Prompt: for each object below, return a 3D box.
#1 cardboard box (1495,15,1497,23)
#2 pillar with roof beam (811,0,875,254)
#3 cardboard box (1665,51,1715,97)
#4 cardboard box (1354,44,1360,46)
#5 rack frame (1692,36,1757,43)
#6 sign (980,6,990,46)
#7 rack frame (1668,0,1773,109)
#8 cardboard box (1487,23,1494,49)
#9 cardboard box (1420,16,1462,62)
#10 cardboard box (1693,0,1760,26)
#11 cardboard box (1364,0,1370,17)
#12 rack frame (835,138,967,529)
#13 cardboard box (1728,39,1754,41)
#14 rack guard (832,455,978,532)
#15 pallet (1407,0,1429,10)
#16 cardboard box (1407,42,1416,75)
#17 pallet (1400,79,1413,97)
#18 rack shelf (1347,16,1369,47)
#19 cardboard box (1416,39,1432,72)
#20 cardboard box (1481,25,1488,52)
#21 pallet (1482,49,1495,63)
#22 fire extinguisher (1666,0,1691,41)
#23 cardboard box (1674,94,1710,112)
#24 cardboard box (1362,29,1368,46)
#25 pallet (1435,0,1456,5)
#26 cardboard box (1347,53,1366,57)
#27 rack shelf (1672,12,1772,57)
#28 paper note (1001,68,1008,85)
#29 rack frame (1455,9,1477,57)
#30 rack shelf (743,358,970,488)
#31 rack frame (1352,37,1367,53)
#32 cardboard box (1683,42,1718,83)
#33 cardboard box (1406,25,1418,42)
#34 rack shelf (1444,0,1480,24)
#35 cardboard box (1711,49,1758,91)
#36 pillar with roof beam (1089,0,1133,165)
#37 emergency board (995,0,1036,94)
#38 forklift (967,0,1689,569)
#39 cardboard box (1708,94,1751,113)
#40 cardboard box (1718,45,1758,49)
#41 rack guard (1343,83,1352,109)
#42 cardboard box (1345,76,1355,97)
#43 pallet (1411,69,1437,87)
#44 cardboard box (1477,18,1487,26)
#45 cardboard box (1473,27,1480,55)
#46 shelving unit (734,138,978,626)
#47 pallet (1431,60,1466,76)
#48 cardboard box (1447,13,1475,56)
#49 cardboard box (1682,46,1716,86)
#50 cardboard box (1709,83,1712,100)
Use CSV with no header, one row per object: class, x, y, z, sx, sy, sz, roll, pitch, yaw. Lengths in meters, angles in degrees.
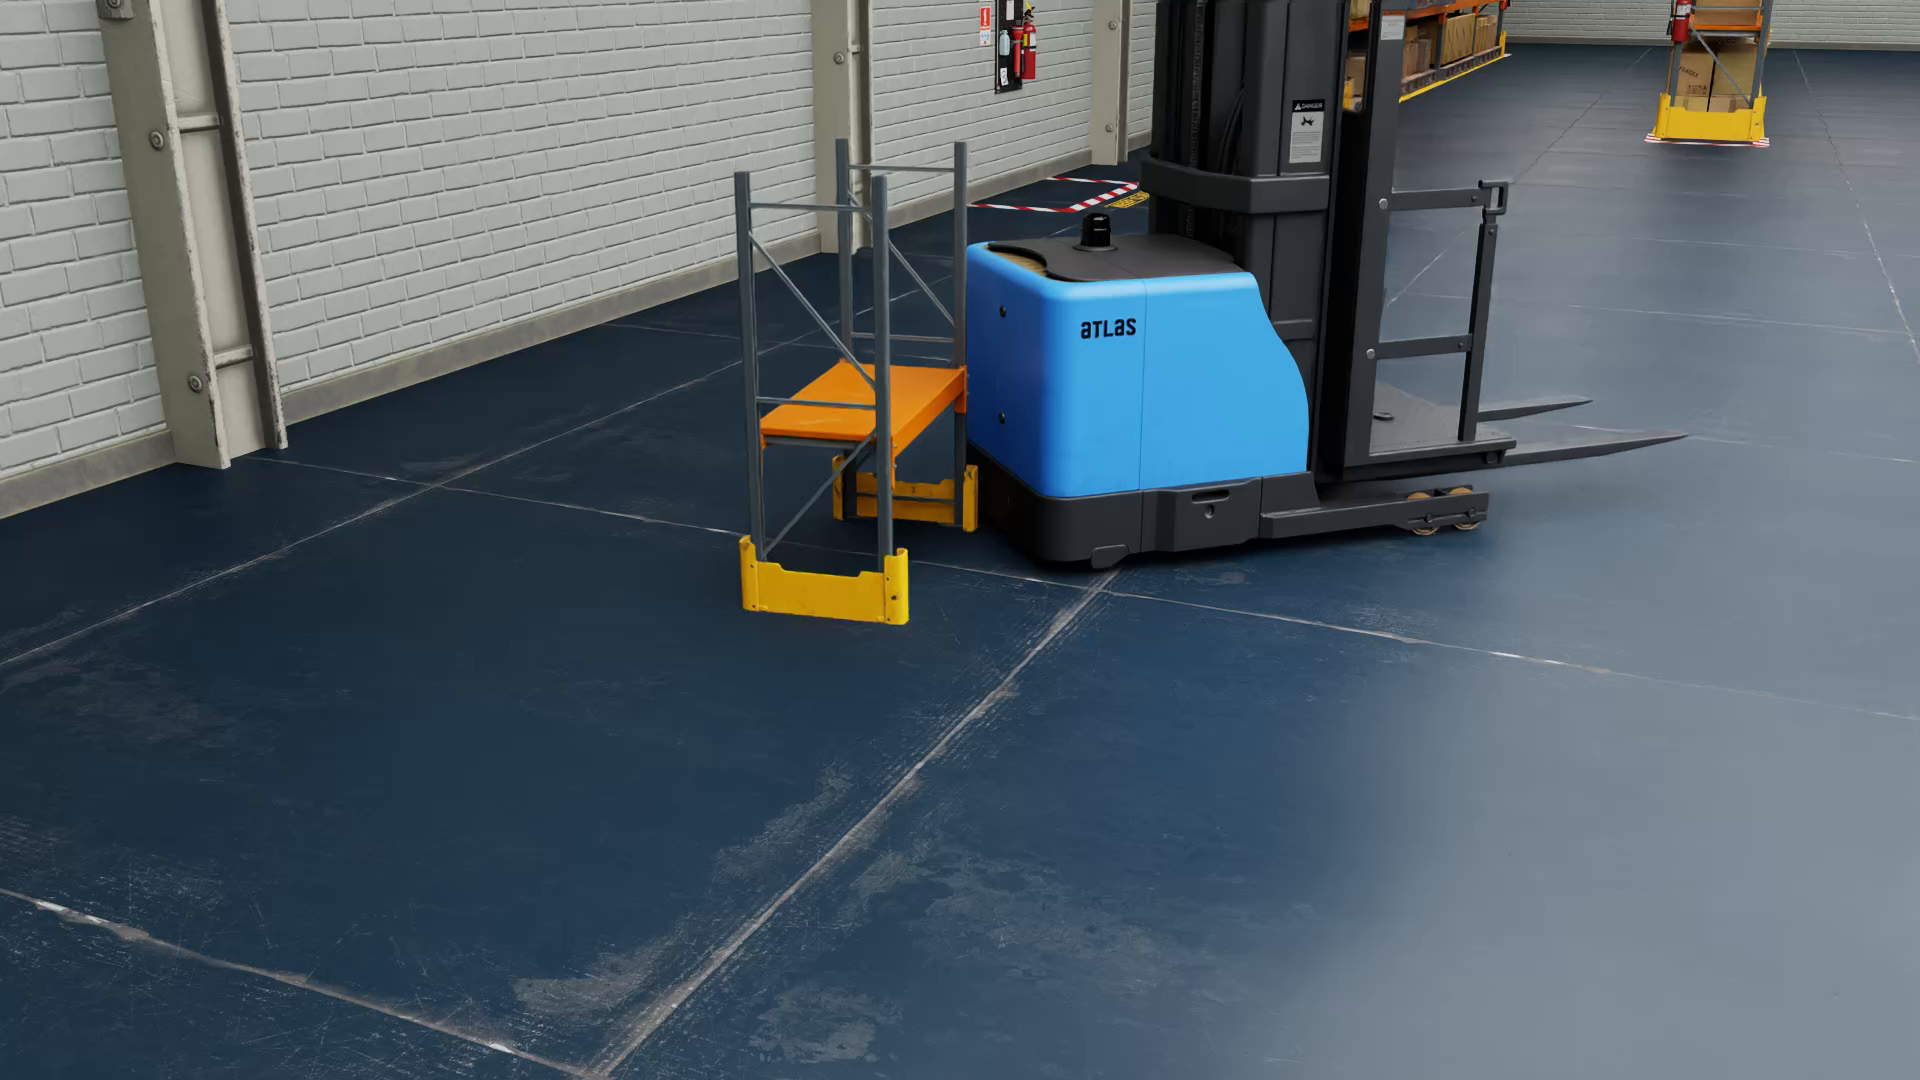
cardboard box,11.022,-10.902,34.784,0.380,0.149,0.250,8,21,22
pillar with roof beam,3.063,-5.878,9.566,9.100,9.000,0.400,9,21,23
cardboard box,9.021,-5.759,20.544,0.500,0.500,0.500,9,21,23
cardboard box,6.642,-7.622,26.498,0.700,0.500,0.500,8,21,22
rack frame,12.348,-8.744,26.580,1.000,3.000,0.127,9,21,23
sign,0.225,-4.588,14.839,0.001,0.329,0.234,9,21,23
rack frame,9.072,-6.299,19.704,1.000,3.000,0.127,9,21,23
cardboard box,10.703,-10.508,34.643,0.700,0.500,0.500,8,21,23
cardboard box,8.613,-9.082,30.110,0.750,0.750,0.750,8,21,22
cardboard box,9.275,-6.487,20.083,0.700,0.500,0.500,9,21,23
cardboard box,5.241,-7.182,22.382,0.500,0.250,0.500,8,21,21
rack frame,-0.219,-0.776,6.411,0.500,1.500,0.032,5,20,14
cardboard box,13.215,-8.187,28.088,0.500,0.500,0.500,8,21,22
rack guard,-0.219,-0.186,6.619,0.587,0.250,0.087,5,20,14
pallet,6.635,-8.323,25.683,1.003,0.211,1.213,9,21,23
cardboard box,7.086,-7.928,27.358,0.700,0.500,0.500,8,21,22
pallet,6.507,-7.124,26.187,1.003,0.211,1.213,9,21,23
rack shelf,5.371,-7.250,23.451,1.077,0.370,4.000,9,21,23
cardboard box,7.580,-8.225,28.194,0.700,0.500,0.500,9,21,23
cardboard box,10.286,-10.190,33.749,0.700,0.500,0.500,9,22,24
pallet,10.347,-9.928,34.070,1.003,0.211,1.213,9,21,23
fire extinguisher,8.600,-6.290,19.794,0.296,0.674,0.183,9,21,23
cardboard box,9.022,-5.406,20.669,0.500,0.250,0.500,9,21,23
cardboard box,6.653,-7.945,26.288,0.500,0.250,0.500,8,21,22
pallet,7.633,-9.100,27.867,1.213,0.211,1.003,9,21,23
cardboard box,5.801,-6.907,24.487,0.500,0.500,0.500,7,21,19
rack shelf,9.891,-6.571,21.543,1.077,0.370,4.000,9,21,23
paper note,0.410,-4.266,15.302,0.016,0.148,0.142,9,21,23
rack frame,9.466,-10.646,31.926,1.000,3.000,0.127,9,21,23
rack shelf,-0.346,-0.441,6.008,0.538,0.185,1.000,5,20,14
rack frame,6.190,-8.200,25.050,1.000,3.000,0.127,9,21,23
cardboard box,10.037,-6.524,22.696,0.500,0.500,0.500,9,21,23
cardboard box,7.290,-8.413,27.603,0.500,0.250,0.500,9,21,24
rack shelf,8.647,-9.695,30.328,1.077,0.370,4.000,9,21,23
cardboard box,9.891,-5.996,21.209,0.500,0.500,0.500,9,21,23
pillar with roof beam,5.520,-7.712,14.723,9.100,9.000,0.400,9,21,23
emergency board,0.545,-4.726,15.280,0.194,1.169,0.643,9,21,23
forklift,1.561,-1.557,6.472,3.031,2.935,1.130,-7,21,-18
cardboard box,9.495,-5.335,20.469,0.500,0.250,0.500,9,21,23
cardboard box,10.303,-6.301,22.067,0.500,0.500,0.500,9,21,23
rack guard,4.583,-5.823,22.096,1.175,0.500,0.348,9,21,23
cardboard box,5.150,-6.291,23.038,0.500,0.311,0.500,11,22,27
pallet,7.506,-7.870,28.284,1.003,0.211,1.213,9,21,23
cardboard box,10.386,-10.425,33.442,0.380,0.149,0.250,8,21,21
cardboard box,9.865,-9.880,32.878,0.700,0.500,0.500,9,21,23
shelving unit,-0.344,-0.614,5.956,0.587,1.500,1.083,5,20,14
pallet,8.720,-8.711,30.649,1.003,0.211,1.213,9,21,23
cardboard box,9.318,-9.614,31.607,0.750,0.750,0.750,9,21,23
cardboard box,9.623,-6.220,21.839,0.500,0.500,0.500,9,21,23
cardboard box,10.035,-6.172,22.823,0.500,0.250,0.500,9,21,23
